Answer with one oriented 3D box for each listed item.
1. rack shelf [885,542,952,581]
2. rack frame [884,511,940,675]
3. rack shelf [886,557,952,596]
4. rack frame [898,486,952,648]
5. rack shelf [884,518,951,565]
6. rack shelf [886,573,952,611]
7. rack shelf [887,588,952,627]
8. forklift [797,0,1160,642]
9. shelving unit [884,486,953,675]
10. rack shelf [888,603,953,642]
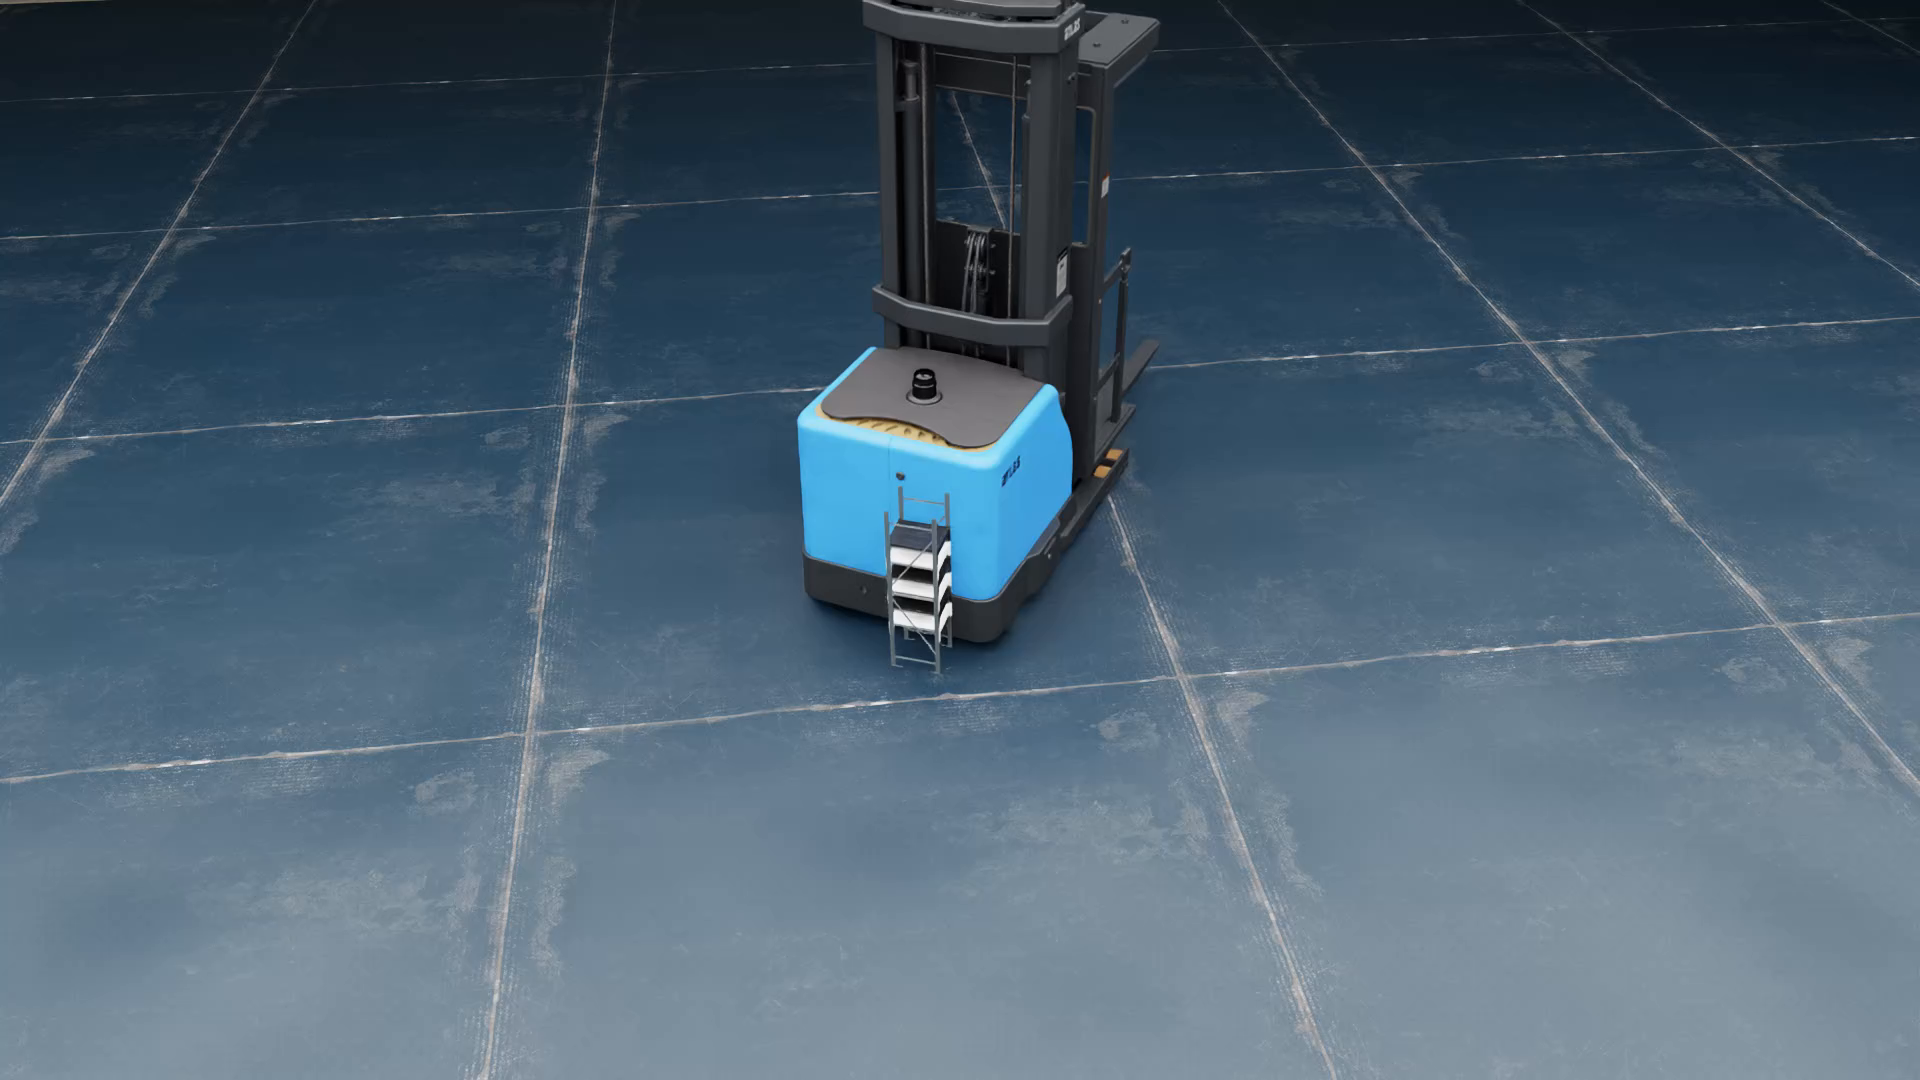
[{"bbox_3d":[-0.188,0.077,7.571,0.258,0.077,0.200,9,38,13],"label":"rack shelf"},{"bbox_3d":[-0.215,0.253,7.580,0.240,0.900,0.006,9,38,13],"label":"rack frame"},{"bbox_3d":[-0.187,0.149,7.624,0.258,0.077,0.200,9,38,13],"label":"rack shelf"},{"bbox_3d":[-0.158,0.136,7.736,0.240,0.900,0.006,9,38,13],"label":"rack frame"},{"bbox_3d":[-0.189,0.004,7.517,0.258,0.077,0.200,9,38,13],"label":"rack shelf"},{"bbox_3d":[-0.186,0.221,7.678,0.258,0.077,0.200,9,38,13],"label":"rack shelf"},{"bbox_3d":[-0.185,0.293,7.732,0.258,0.077,0.200,9,38,13],"label":"rack shelf"},{"bbox_3d":[0.291,-1.543,8.412,1.130,2.935,3.031,14,37,20],"label":"forklift"},{"bbox_3d":[-0.186,0.194,7.658,0.258,0.900,0.210,9,38,13],"label":"shelving unit"},{"bbox_3d":[-0.184,0.365,7.785,0.258,0.077,0.200,9,38,13],"label":"rack shelf"}]
